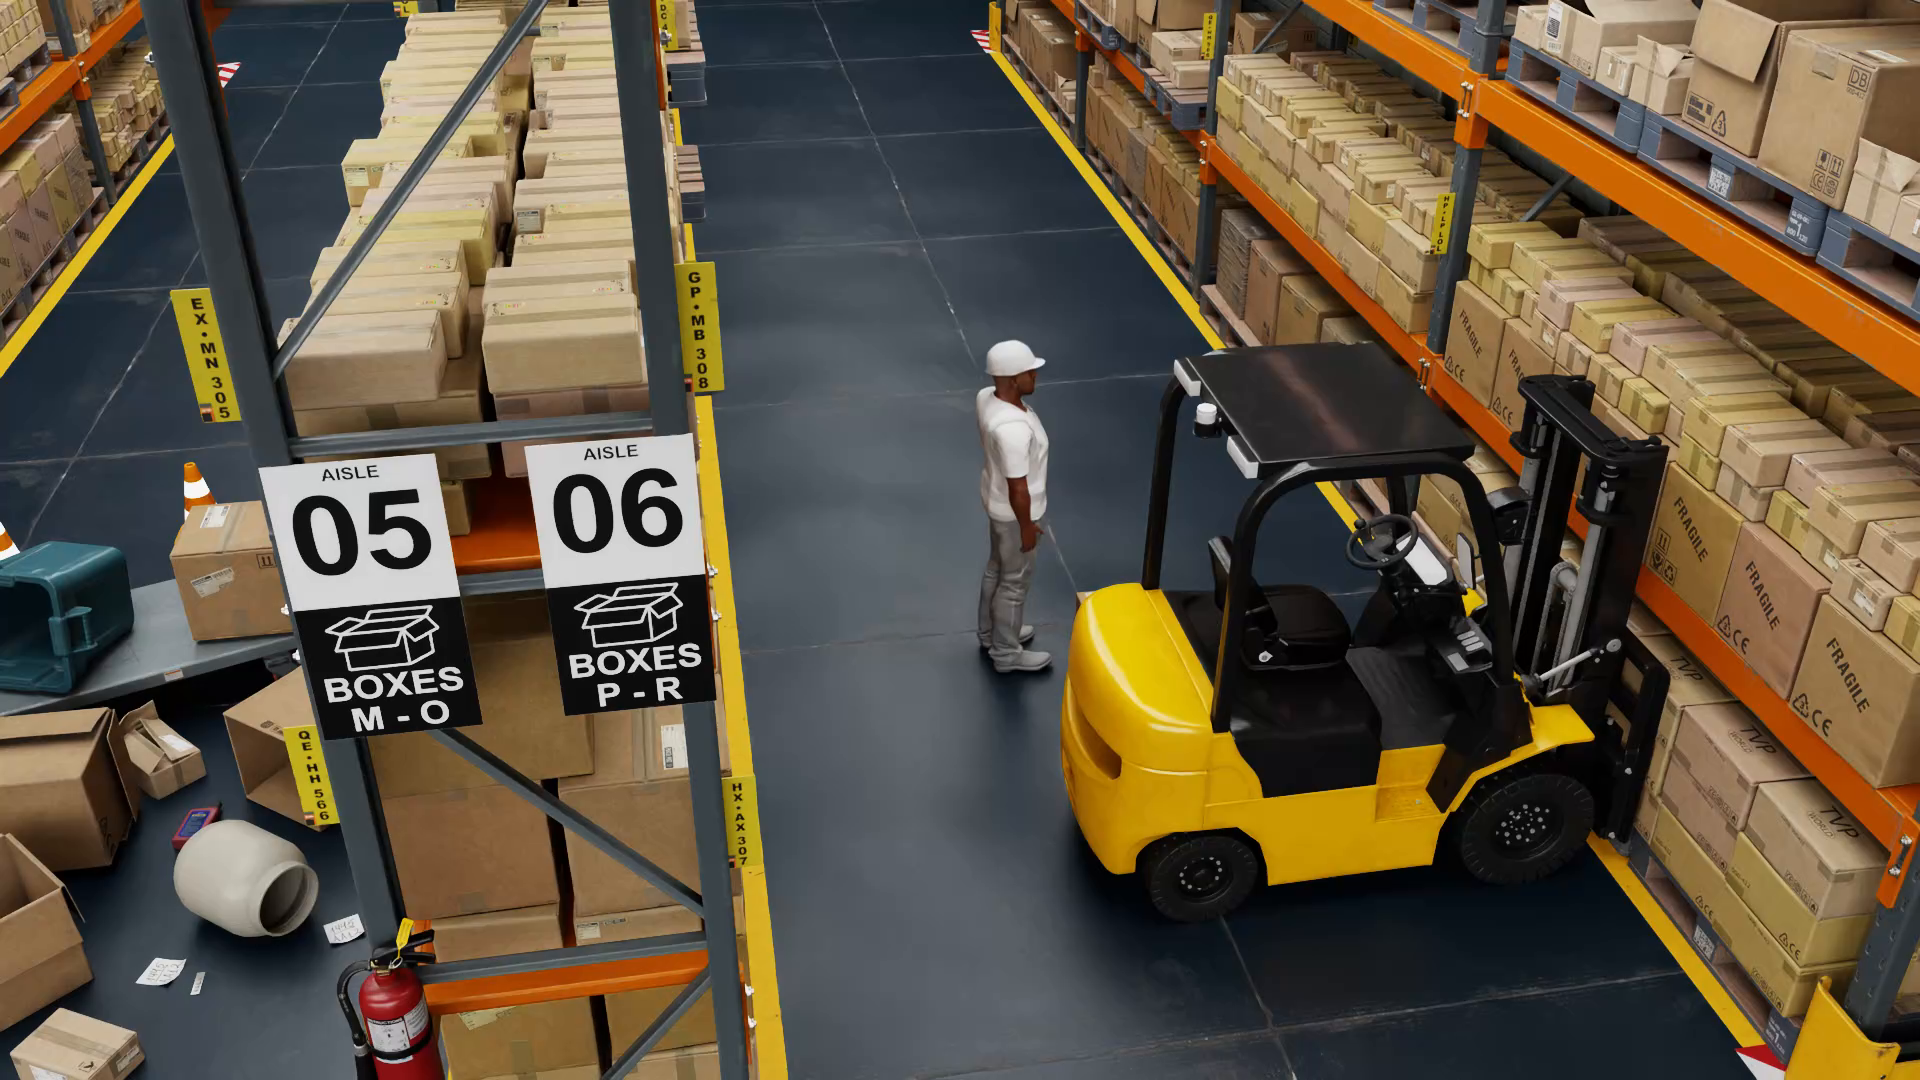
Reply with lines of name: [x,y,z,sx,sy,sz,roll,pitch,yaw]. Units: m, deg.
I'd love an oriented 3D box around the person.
person: [0.275,-0.176,8.401,0.364,1.762,0.562,-5,31,-8]
